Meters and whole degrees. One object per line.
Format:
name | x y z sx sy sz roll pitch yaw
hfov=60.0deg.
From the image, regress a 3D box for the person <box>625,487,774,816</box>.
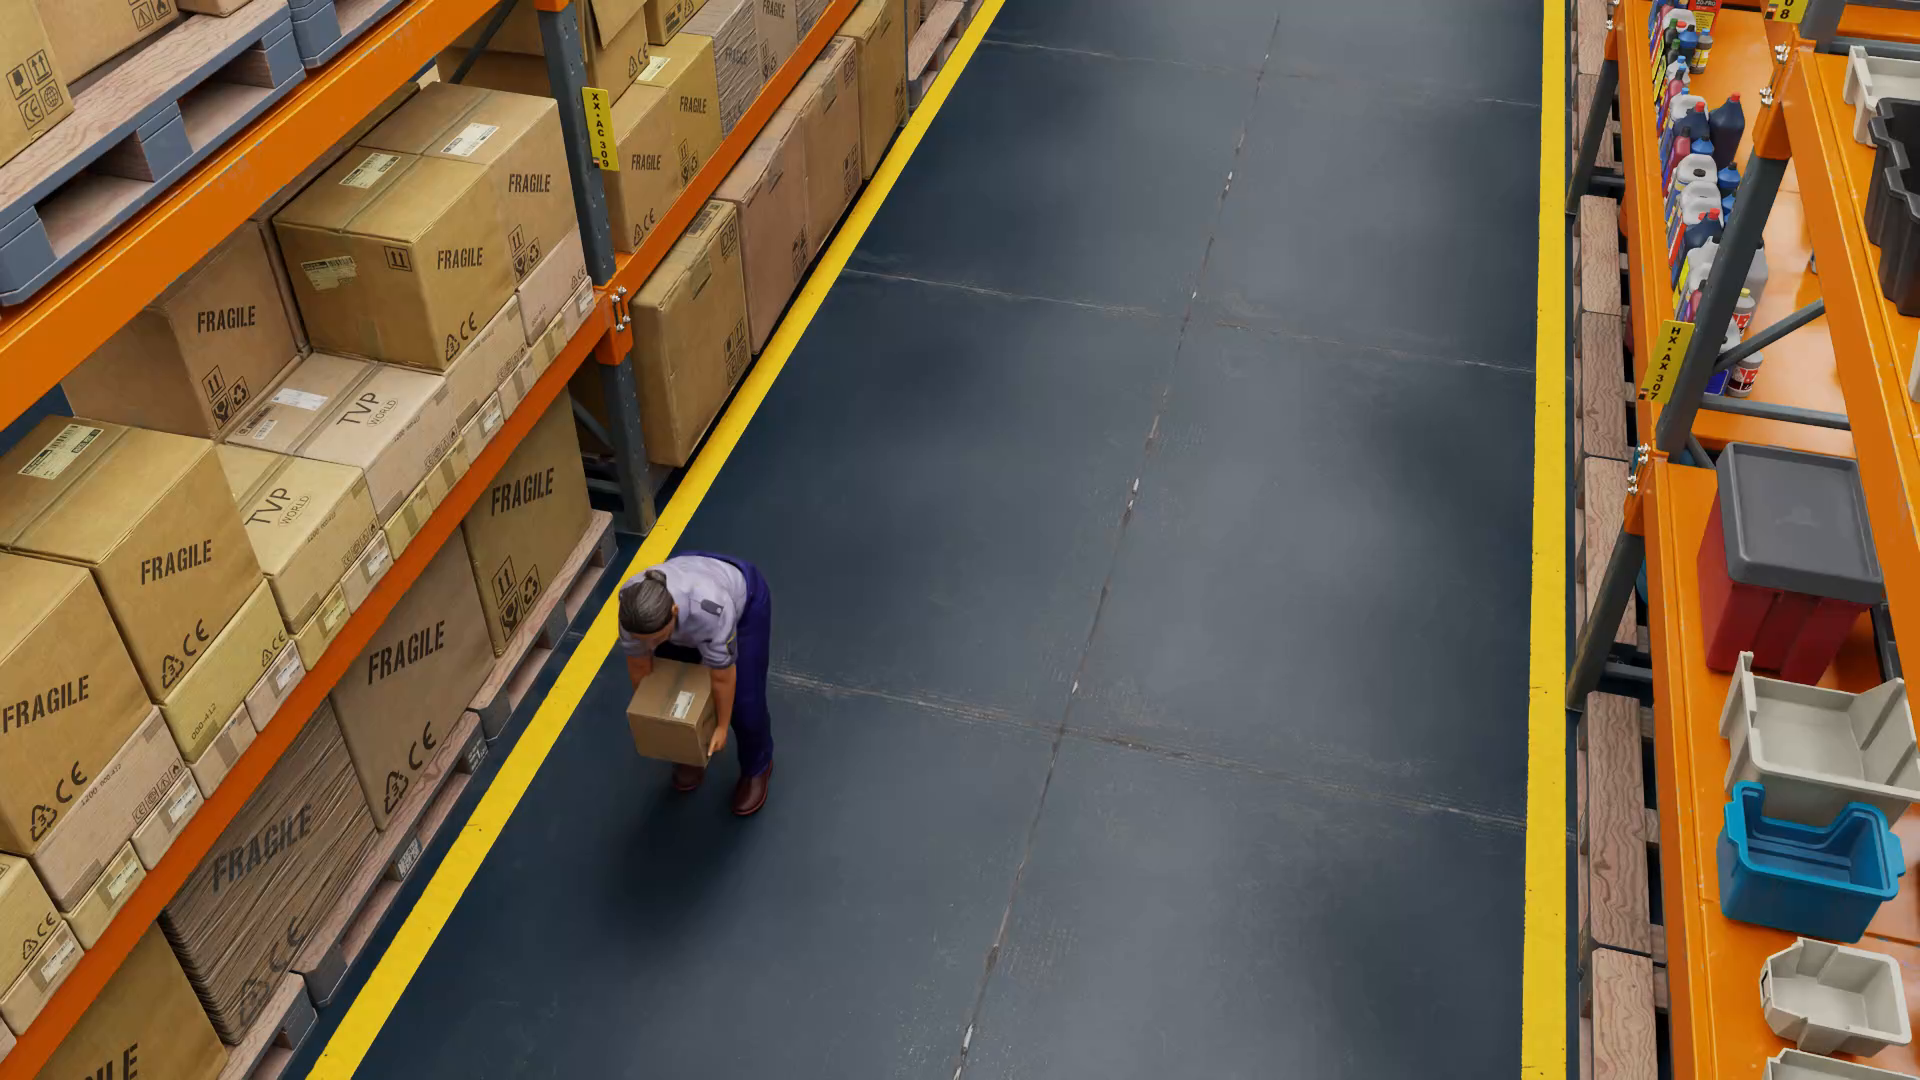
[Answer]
person | -0.904 0.343 5.838 0.436 1.579 0.581 9 42 10
